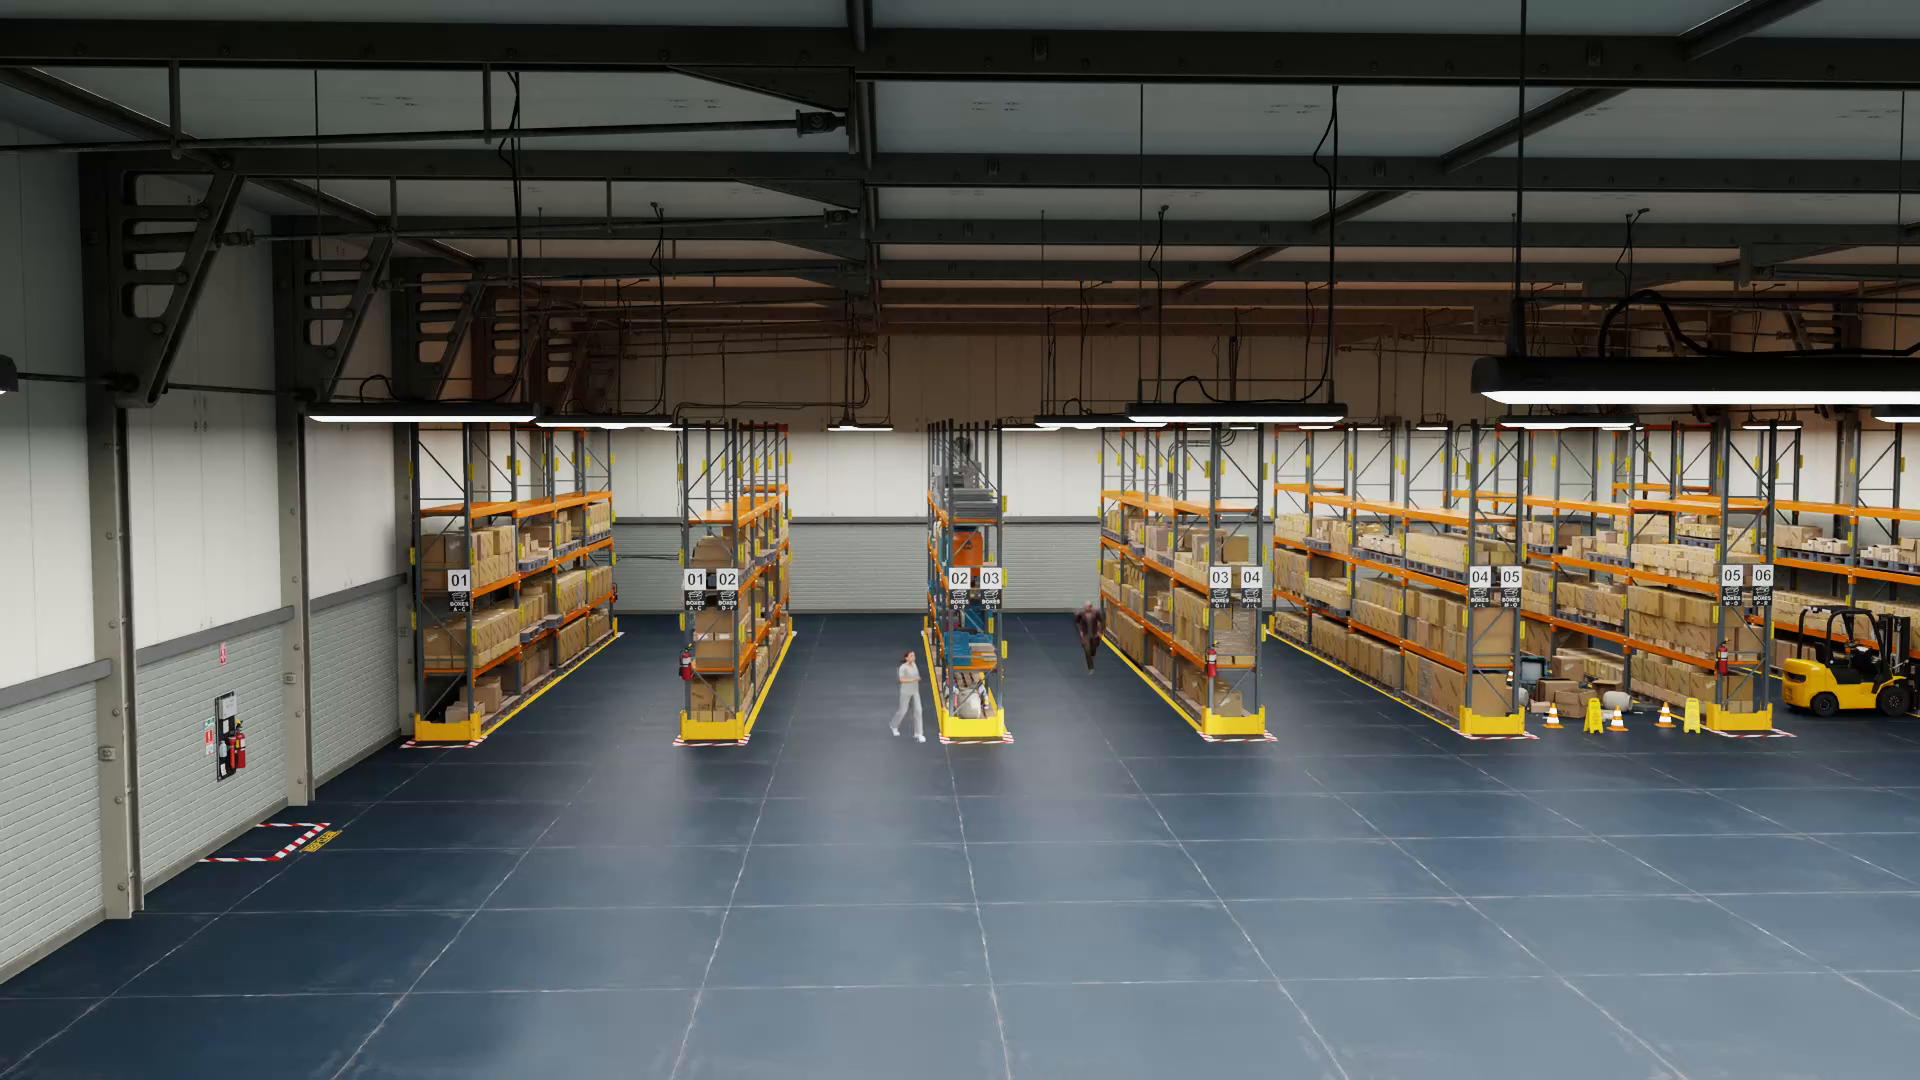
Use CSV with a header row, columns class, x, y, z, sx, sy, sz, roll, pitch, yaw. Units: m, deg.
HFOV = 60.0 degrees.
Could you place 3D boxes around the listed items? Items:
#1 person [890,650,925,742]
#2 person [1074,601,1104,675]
class,x,y,z,sx,sy,sz,roll,pitch,yaw
person,-0.969,2.873,31.012,0.552,1.678,0.948,-3,5,-41
person,3.082,2.327,39.868,0.719,1.770,0.972,0,4,-2
